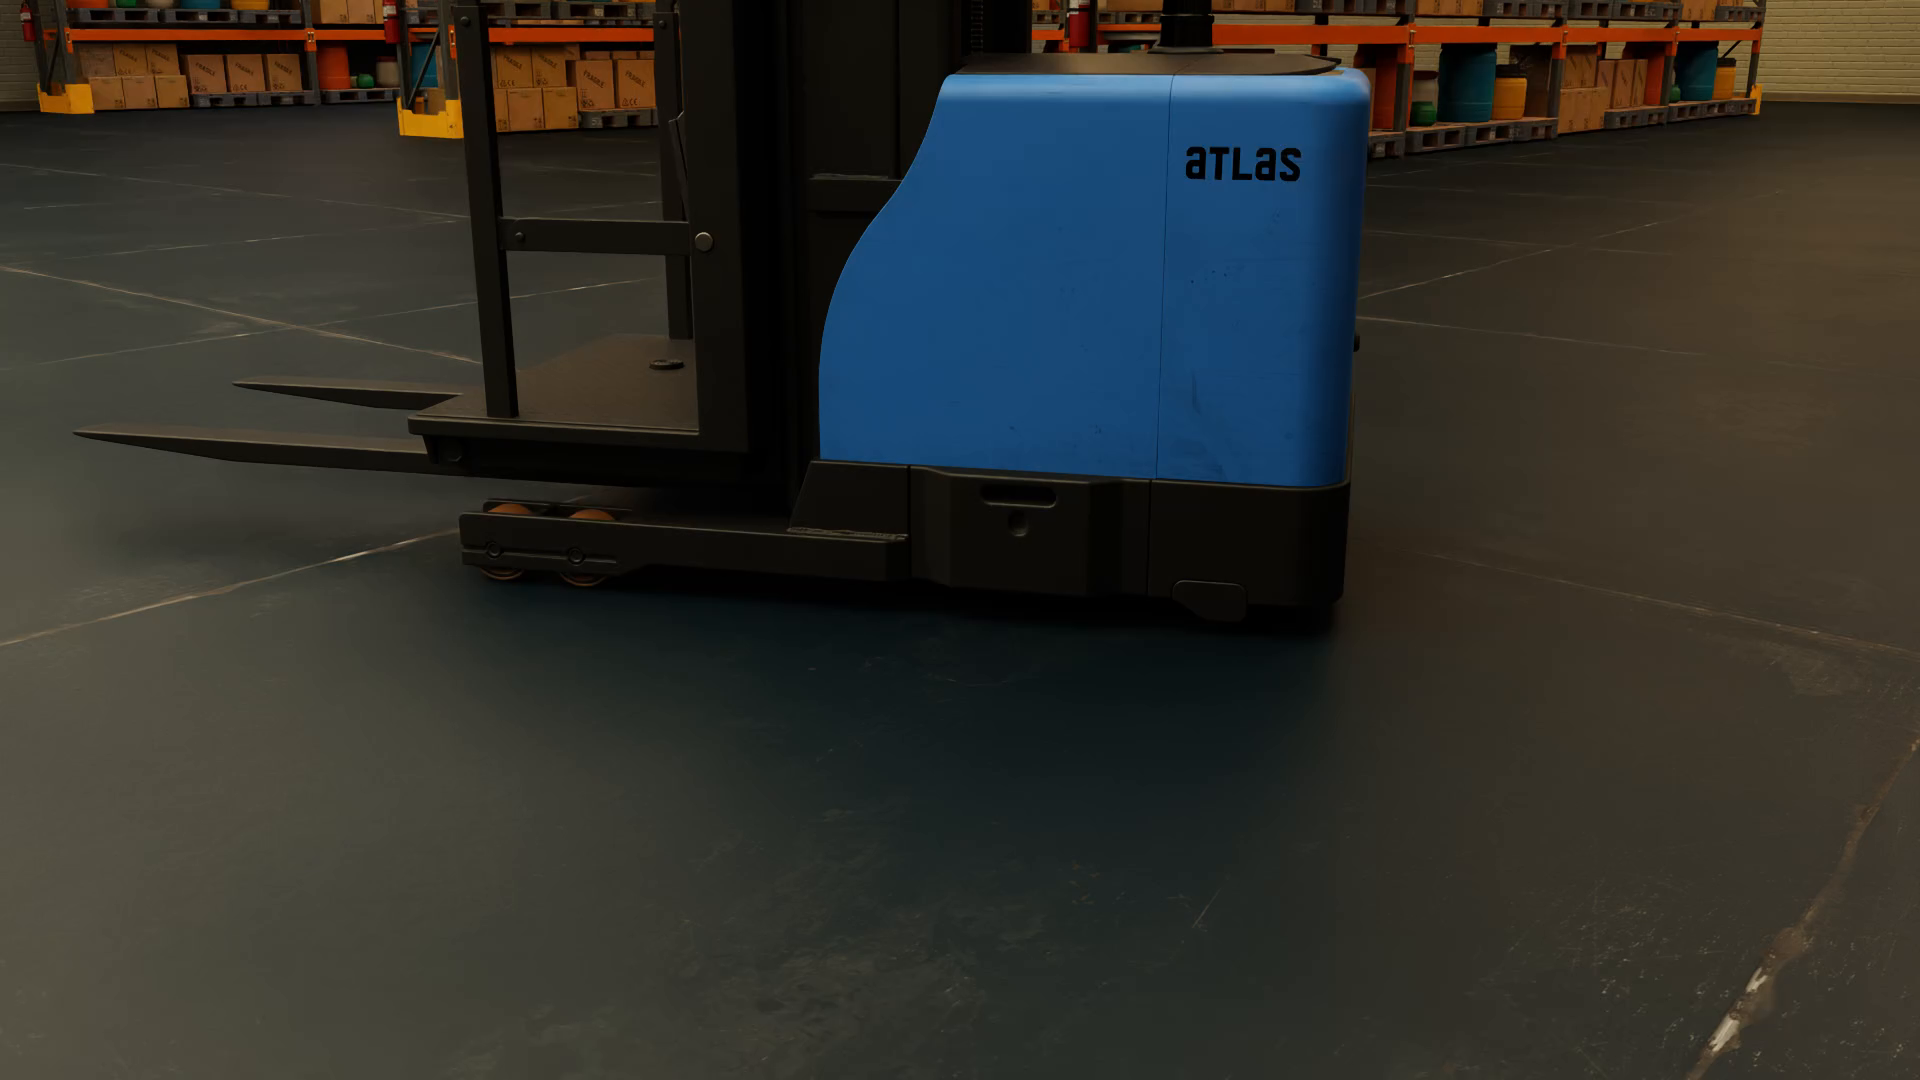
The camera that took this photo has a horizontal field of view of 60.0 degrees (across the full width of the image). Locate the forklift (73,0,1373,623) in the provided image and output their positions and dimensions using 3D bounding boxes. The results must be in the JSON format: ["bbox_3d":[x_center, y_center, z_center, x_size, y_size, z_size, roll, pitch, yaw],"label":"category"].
[{"bbox_3d":[-0.610,-1.445,3.655,3.031,2.935,1.130,4,17,13],"label":"forklift"}]
